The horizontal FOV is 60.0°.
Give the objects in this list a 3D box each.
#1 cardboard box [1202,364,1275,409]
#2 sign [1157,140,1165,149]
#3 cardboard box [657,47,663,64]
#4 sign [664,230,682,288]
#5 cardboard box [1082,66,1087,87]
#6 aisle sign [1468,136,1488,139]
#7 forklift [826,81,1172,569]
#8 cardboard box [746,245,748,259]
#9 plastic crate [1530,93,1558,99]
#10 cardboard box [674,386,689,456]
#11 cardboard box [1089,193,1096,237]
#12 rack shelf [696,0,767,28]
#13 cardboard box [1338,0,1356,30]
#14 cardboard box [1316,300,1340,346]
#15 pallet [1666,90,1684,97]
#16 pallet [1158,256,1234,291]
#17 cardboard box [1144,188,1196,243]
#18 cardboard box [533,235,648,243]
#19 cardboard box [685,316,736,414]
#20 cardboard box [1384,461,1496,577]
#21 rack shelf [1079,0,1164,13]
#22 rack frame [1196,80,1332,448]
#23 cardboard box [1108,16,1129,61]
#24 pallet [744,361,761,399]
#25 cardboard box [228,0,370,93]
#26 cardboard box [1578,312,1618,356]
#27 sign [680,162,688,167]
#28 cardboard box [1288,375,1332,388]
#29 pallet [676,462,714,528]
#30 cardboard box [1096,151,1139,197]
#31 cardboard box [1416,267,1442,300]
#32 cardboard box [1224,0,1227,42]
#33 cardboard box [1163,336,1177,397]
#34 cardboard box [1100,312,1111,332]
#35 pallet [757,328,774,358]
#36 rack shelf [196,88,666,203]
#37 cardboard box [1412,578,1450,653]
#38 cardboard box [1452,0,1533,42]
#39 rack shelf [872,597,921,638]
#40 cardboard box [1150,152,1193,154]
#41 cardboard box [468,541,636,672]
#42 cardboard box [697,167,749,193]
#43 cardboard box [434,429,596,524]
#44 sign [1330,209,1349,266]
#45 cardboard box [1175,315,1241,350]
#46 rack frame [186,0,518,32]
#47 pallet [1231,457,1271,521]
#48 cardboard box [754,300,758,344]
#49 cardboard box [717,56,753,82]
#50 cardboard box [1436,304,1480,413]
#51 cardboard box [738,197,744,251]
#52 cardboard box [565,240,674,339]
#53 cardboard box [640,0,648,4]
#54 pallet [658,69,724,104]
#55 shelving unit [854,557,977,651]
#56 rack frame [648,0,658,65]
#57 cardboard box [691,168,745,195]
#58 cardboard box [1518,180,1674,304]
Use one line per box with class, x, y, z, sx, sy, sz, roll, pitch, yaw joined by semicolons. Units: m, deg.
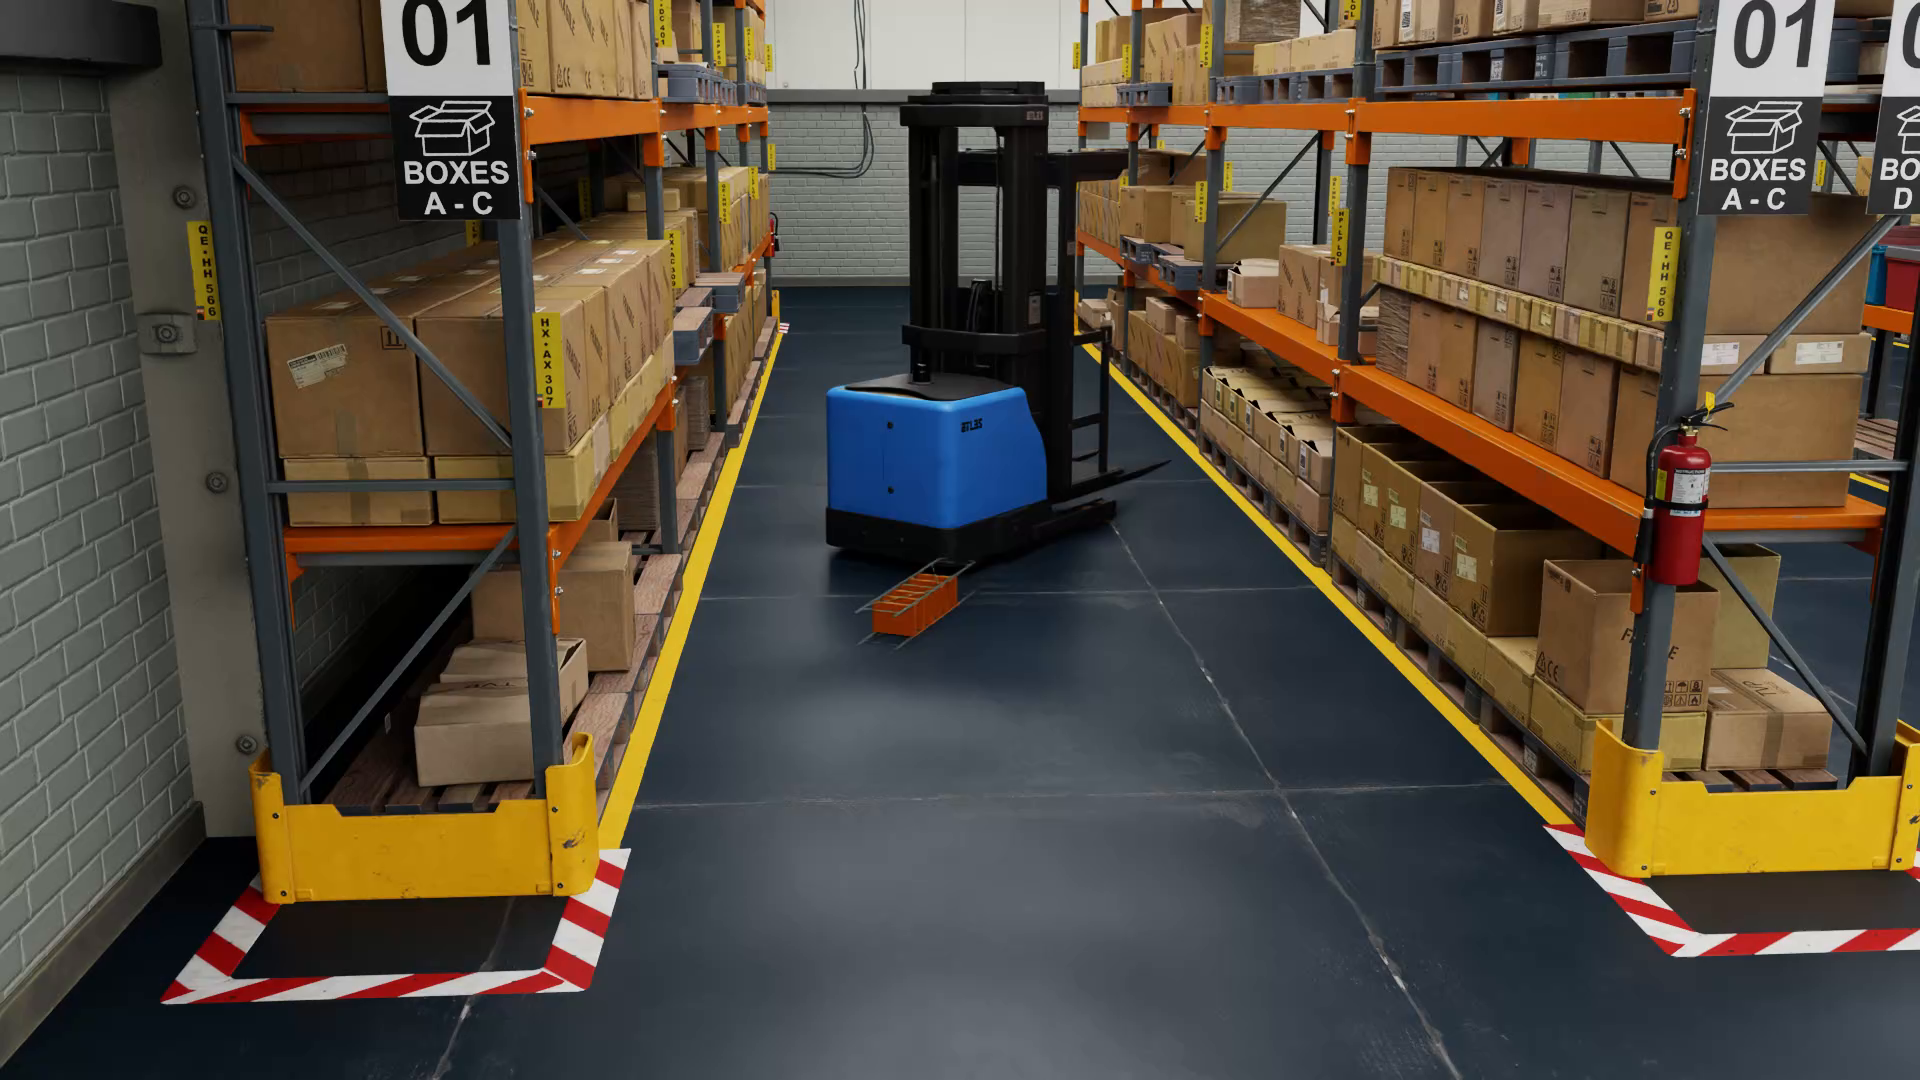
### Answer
cardboard box;2.251;-1.256;13.439;0.500;0.311;0.500;0;14;-2
sign;2.571;-4.955;21.305;0.100;0.325;0.005;-1;14;-3
cardboard box;-2.215;-3.324;10.862;0.500;0.500;0.500;-1;14;-5
sign;-1.644;-1.605;9.507;0.100;0.325;0.005;-1;14;-3
cardboard box;1.788;-5.728;20.546;0.500;0.250;0.500;-1;14;-3
aisle sign;6.659;-5.585;21.497;0.394;0.787;0.004;-1;14;-3
forklift;0.423;-1.554;11.183;1.130;2.935;3.031;10;18;35
cardboard box;-2.338;-2.911;16.784;0.380;0.149;0.250;-1;14;-2
plastic crate;6.789;-5.152;19.249;0.437;0.282;0.530;-1;14;-3
cardboard box;-2.420;-0.865;12.500;0.700;0.500;0.500;-1;14;-4
cardboard box;1.845;-3.918;20.034;0.500;0.500;0.500;-1;14;-4
rack shelf;-2.804;-6.026;18.633;1.077;0.370;4.000;-1;14;-3
cardboard box;2.702;-3.495;10.523;0.500;0.500;0.500;1;14;2
cardboard box;2.521;-1.404;10.732;0.396;0.266;0.258;-1;14;-5
pallet;7.427;-4.204;15.704;1.003;0.211;1.213;-1;14;-3
pallet;2.399;-2.322;14.417;1.213;0.211;1.003;-1;14;-3
cardboard box;2.175;-3.203;16.412;0.700;0.500;0.500;1;14;5
cardboard box;-2.182;-1.564;10.002;0.700;0.500;0.500;-1;14;-3
cardboard box;-2.347;-1.517;14.376;0.750;0.750;0.750;-1;14;-4
cardboard box;2.537;-0.119;8.639;0.500;0.500;0.500;-1;14;-3
rack shelf;2.140;-6.295;18.884;1.077;0.370;4.000;-1;14;-3
rack frame;2.511;-2.248;13.742;1.000;3.000;0.127;-1;14;-3
cardboard box;2.086;-5.721;19.015;0.700;0.500;0.500;-1;14;-3
pallet;-2.557;-1.624;16.914;1.003;0.211;1.213;-1;14;-3
cardboard box;-2.216;-1.791;5.708;0.500;0.500;0.500;0;14;1
cardboard box;2.759;-0.841;6.774;0.380;0.149;0.250;-1;14;-4
sign;-3.483;-4.610;21.029;0.100;0.325;0.005;-1;14;-3
cardboard box;2.828;-1.135;12.969;0.500;0.311;0.500;-1;14;-4
pallet;-2.313;-0.323;11.857;1.003;0.211;1.213;-1;14;-3
cardboard box;1.878;-4.275;19.414;0.500;0.500;0.500;-1;14;-4
cardboard box;2.633;-1.354;8.766;0.380;0.149;0.250;-1;14;-4
cardboard box;2.459;-4.468;14.147;0.500;0.500;0.500;-1;14;-3
cardboard box;2.187;-1.608;15.389;0.500;0.500;0.500;-1;14;-5
cardboard box;1.899;-2.477;19.148;0.500;0.311;0.500;-1;14;-3
pallet;-2.728;-2.309;19.577;1.003;0.211;1.213;-1;14;-3
rack shelf;-2.061;-1.782;7.358;1.077;0.370;4.000;-1;14;-3
cardboard box;2.574;0.369;8.250;0.500;0.250;0.500;-1;14;-3
cardboard box;2.735;-2.615;7.820;0.797;0.503;0.637;1;14;3
rack shelf;-0.345;0.417;9.018;0.258;0.180;0.103;6;15;21
cardboard box;2.451;-4.153;18.940;0.500;0.500;0.500;-1;14;-5
cardboard box;-1.921;0.318;7.903;0.700;0.500;0.500;-2;15;-7
cardboard box;-2.396;-3.618;16.726;0.500;0.250;0.500;-1;14;-2
cardboard box;-1.650;-0.244;6.216;0.500;0.250;0.500;-1;14;-5
sign;2.218;-1.764;9.700;0.100;0.325;0.005;-1;14;-3
cardboard box;2.211;-1.856;14.850;0.500;0.250;0.500;0;14;-1
rack frame;-1.937;-3.086;4.961;1.000;3.000;0.127;-1;14;-3
pallet;2.596;-0.389;12.115;1.003;0.211;1.213;-1;14;-3
cardboard box;-2.652;-2.470;18.782;0.700;0.500;0.500;-1;14;-4
cardboard box;-2.460;-4.973;17.572;0.500;0.250;0.500;-1;14;-4
cardboard box;2.859;-0.935;8.440;0.700;0.500;0.500;-1;14;-3
cardboard box;-2.336;-3.005;15.846;0.500;0.500;0.500;-1;14;-3
cardboard box;-1.847;-1.363;9.059;0.500;0.500;0.500;-1;14;-4
cardboard box;-1.883;-3.050;8.594;0.500;0.500;0.500;-2;15;-8
pallet;-2.184;-2.950;10.830;1.213;0.211;1.003;-1;14;-3
shelving unit;-0.230;0.344;9.303;0.258;0.189;1.200;6;15;21
rack frame;-2.185;-4.081;8.828;1.000;3.000;0.127;-1;14;-3
cardboard box;-2.374;-3.491;16.232;0.500;0.250;0.500;-1;14;-2
cardboard box;2.917;-1.320;7.334;0.700;0.500;0.500;-1;14;-3
